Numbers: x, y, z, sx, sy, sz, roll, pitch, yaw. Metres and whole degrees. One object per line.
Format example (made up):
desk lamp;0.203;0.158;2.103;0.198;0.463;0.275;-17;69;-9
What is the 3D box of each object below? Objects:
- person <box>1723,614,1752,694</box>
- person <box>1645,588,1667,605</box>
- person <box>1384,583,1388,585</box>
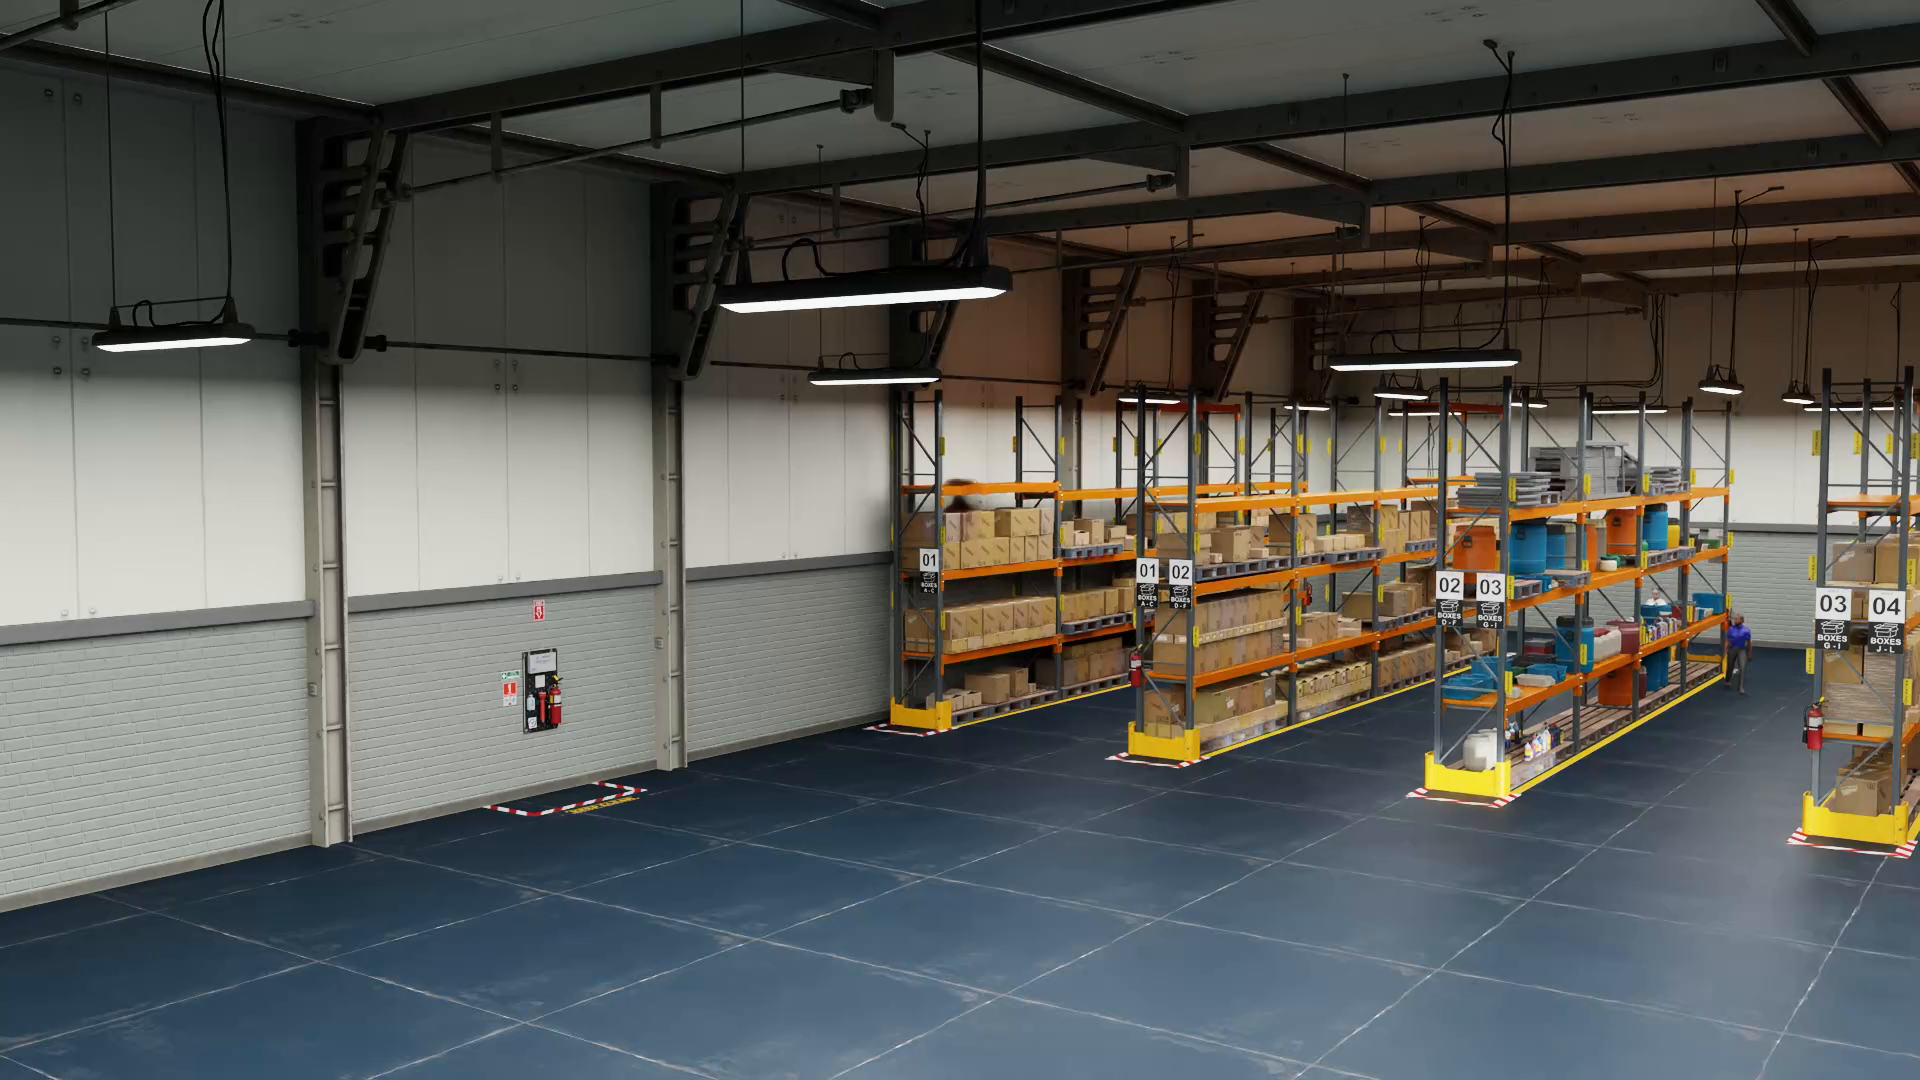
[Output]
person;15.816;2.297;33.854;0.551;1.589;0.929;1;3;18
person;15.987;1.957;38.412;0.653;1.724;0.949;2;4;37
person;10.159;1.889;39.683;0.595;1.725;1.111;3;4;42
